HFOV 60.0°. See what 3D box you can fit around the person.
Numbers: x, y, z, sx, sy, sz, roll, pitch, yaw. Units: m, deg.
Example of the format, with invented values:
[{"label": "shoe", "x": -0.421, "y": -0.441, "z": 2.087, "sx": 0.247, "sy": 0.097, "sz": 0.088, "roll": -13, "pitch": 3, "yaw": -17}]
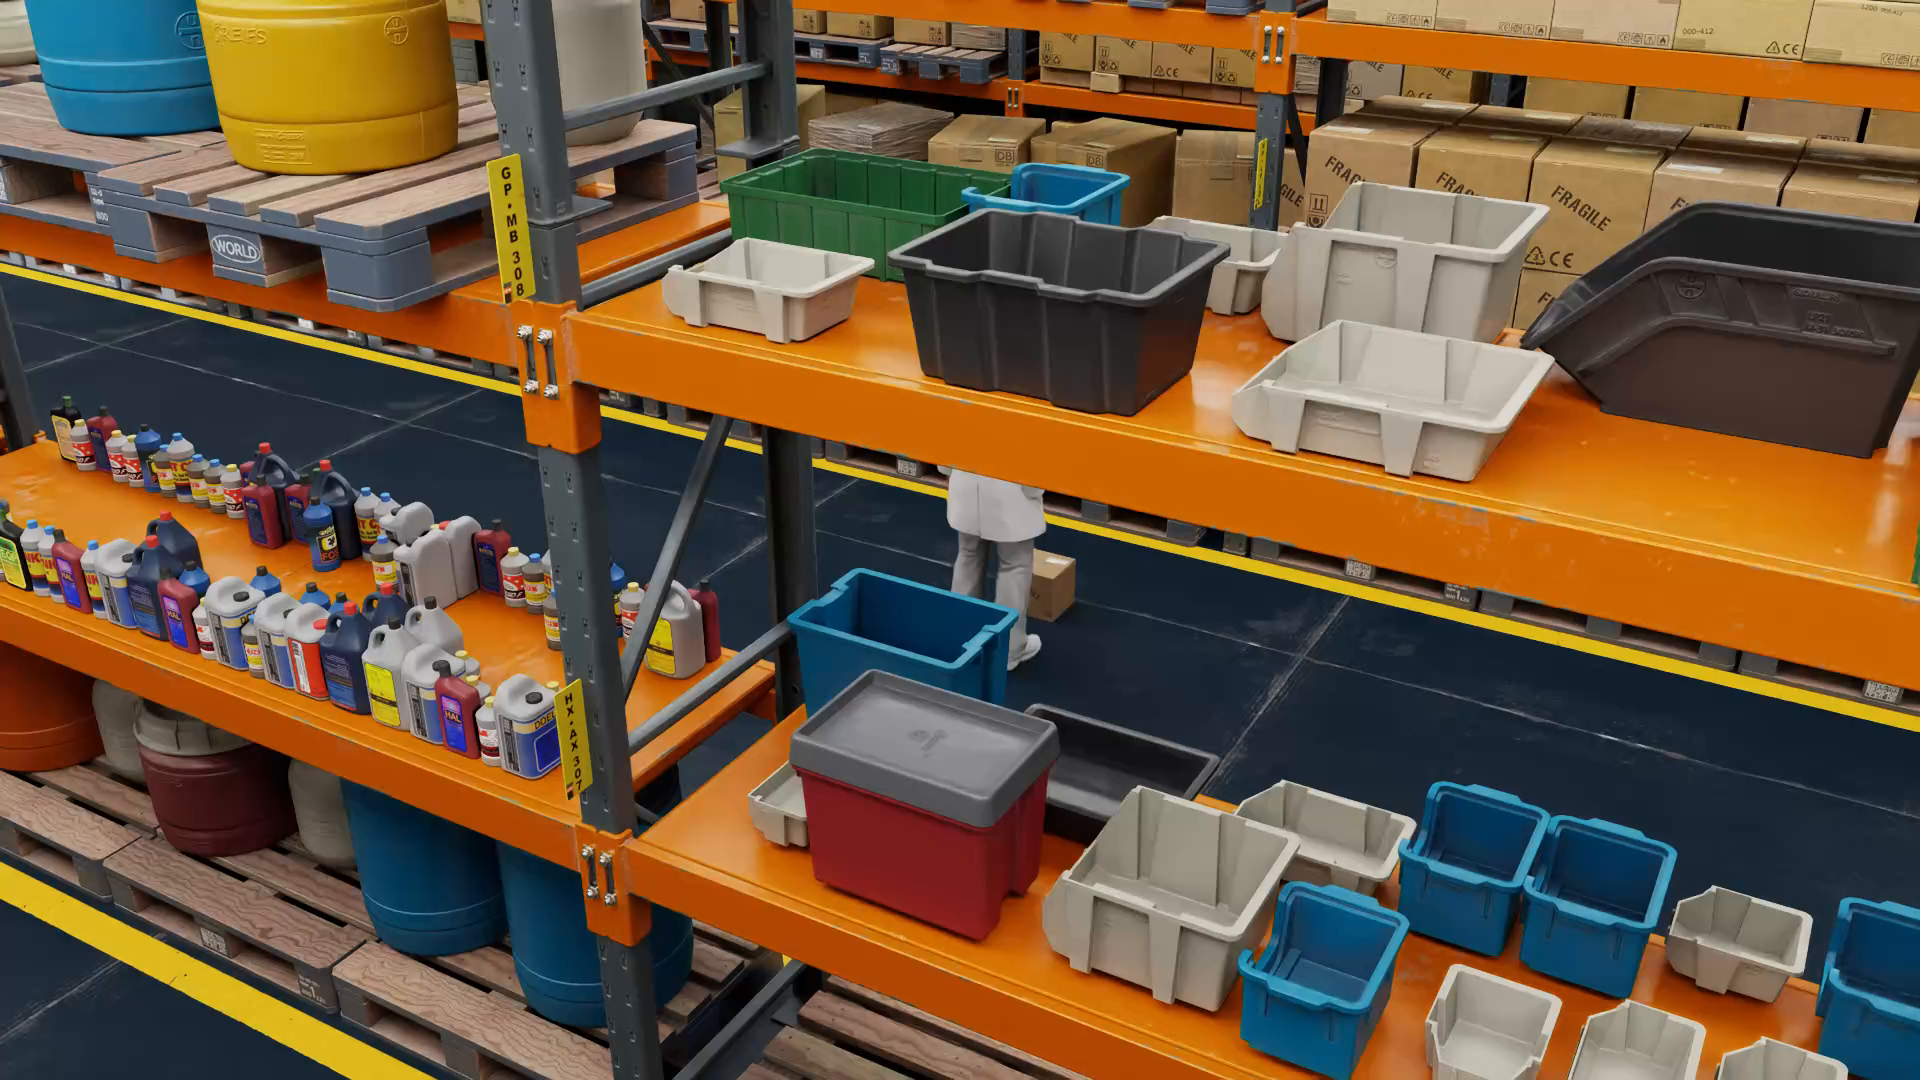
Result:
[{"label": "person", "x": 0.143, "y": -0.263, "z": 7.681, "sx": 0.562, "sy": 1.783, "sz": 0.383, "roll": 15, "pitch": 30, "yaw": 27}]
